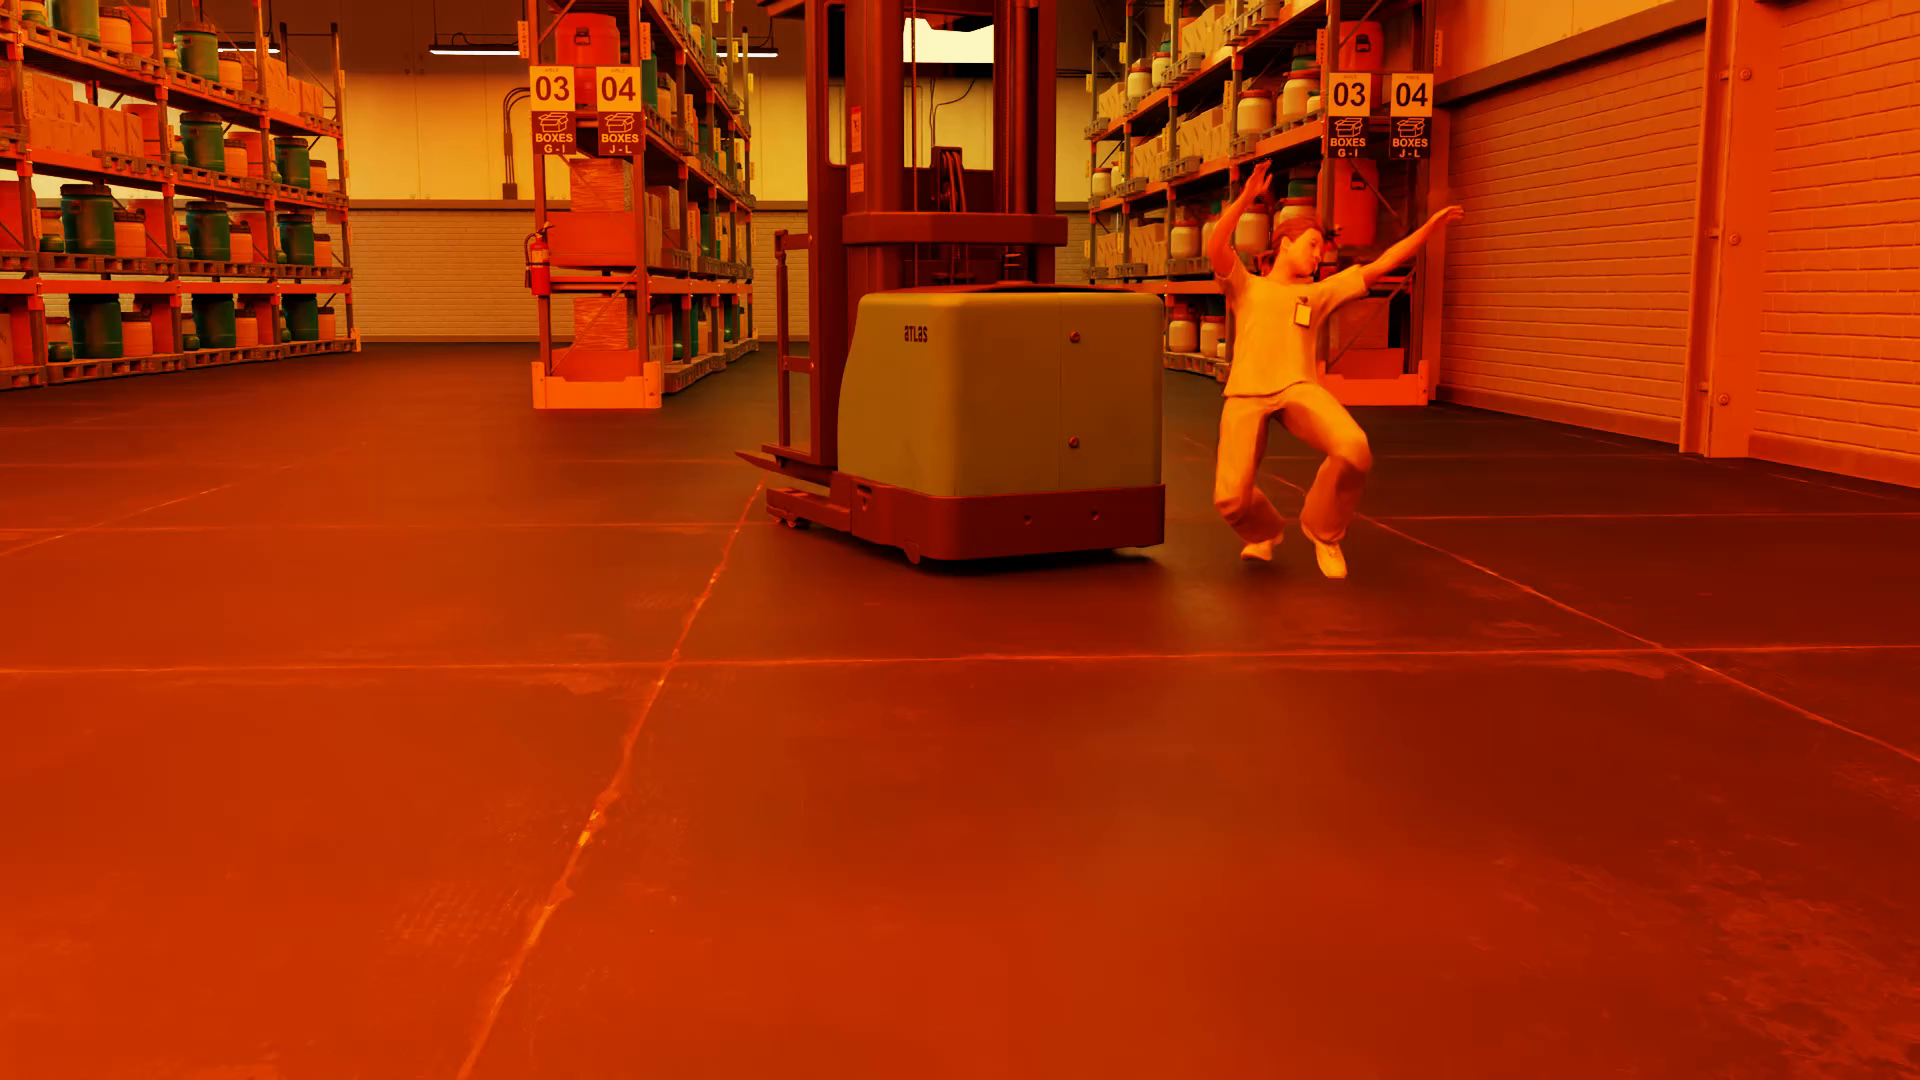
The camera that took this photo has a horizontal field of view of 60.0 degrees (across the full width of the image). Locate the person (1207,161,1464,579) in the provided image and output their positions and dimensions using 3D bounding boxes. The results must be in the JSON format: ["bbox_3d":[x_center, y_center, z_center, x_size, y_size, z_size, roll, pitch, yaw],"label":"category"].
[{"bbox_3d":[1.414,-0.638,6.349,0.951,1.566,0.781,2,9,10],"label":"person"}]

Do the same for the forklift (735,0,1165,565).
[{"bbox_3d":[-0.264,-1.530,7.637,1.130,2.935,3.031,-4,9,-25],"label":"forklift"}]
